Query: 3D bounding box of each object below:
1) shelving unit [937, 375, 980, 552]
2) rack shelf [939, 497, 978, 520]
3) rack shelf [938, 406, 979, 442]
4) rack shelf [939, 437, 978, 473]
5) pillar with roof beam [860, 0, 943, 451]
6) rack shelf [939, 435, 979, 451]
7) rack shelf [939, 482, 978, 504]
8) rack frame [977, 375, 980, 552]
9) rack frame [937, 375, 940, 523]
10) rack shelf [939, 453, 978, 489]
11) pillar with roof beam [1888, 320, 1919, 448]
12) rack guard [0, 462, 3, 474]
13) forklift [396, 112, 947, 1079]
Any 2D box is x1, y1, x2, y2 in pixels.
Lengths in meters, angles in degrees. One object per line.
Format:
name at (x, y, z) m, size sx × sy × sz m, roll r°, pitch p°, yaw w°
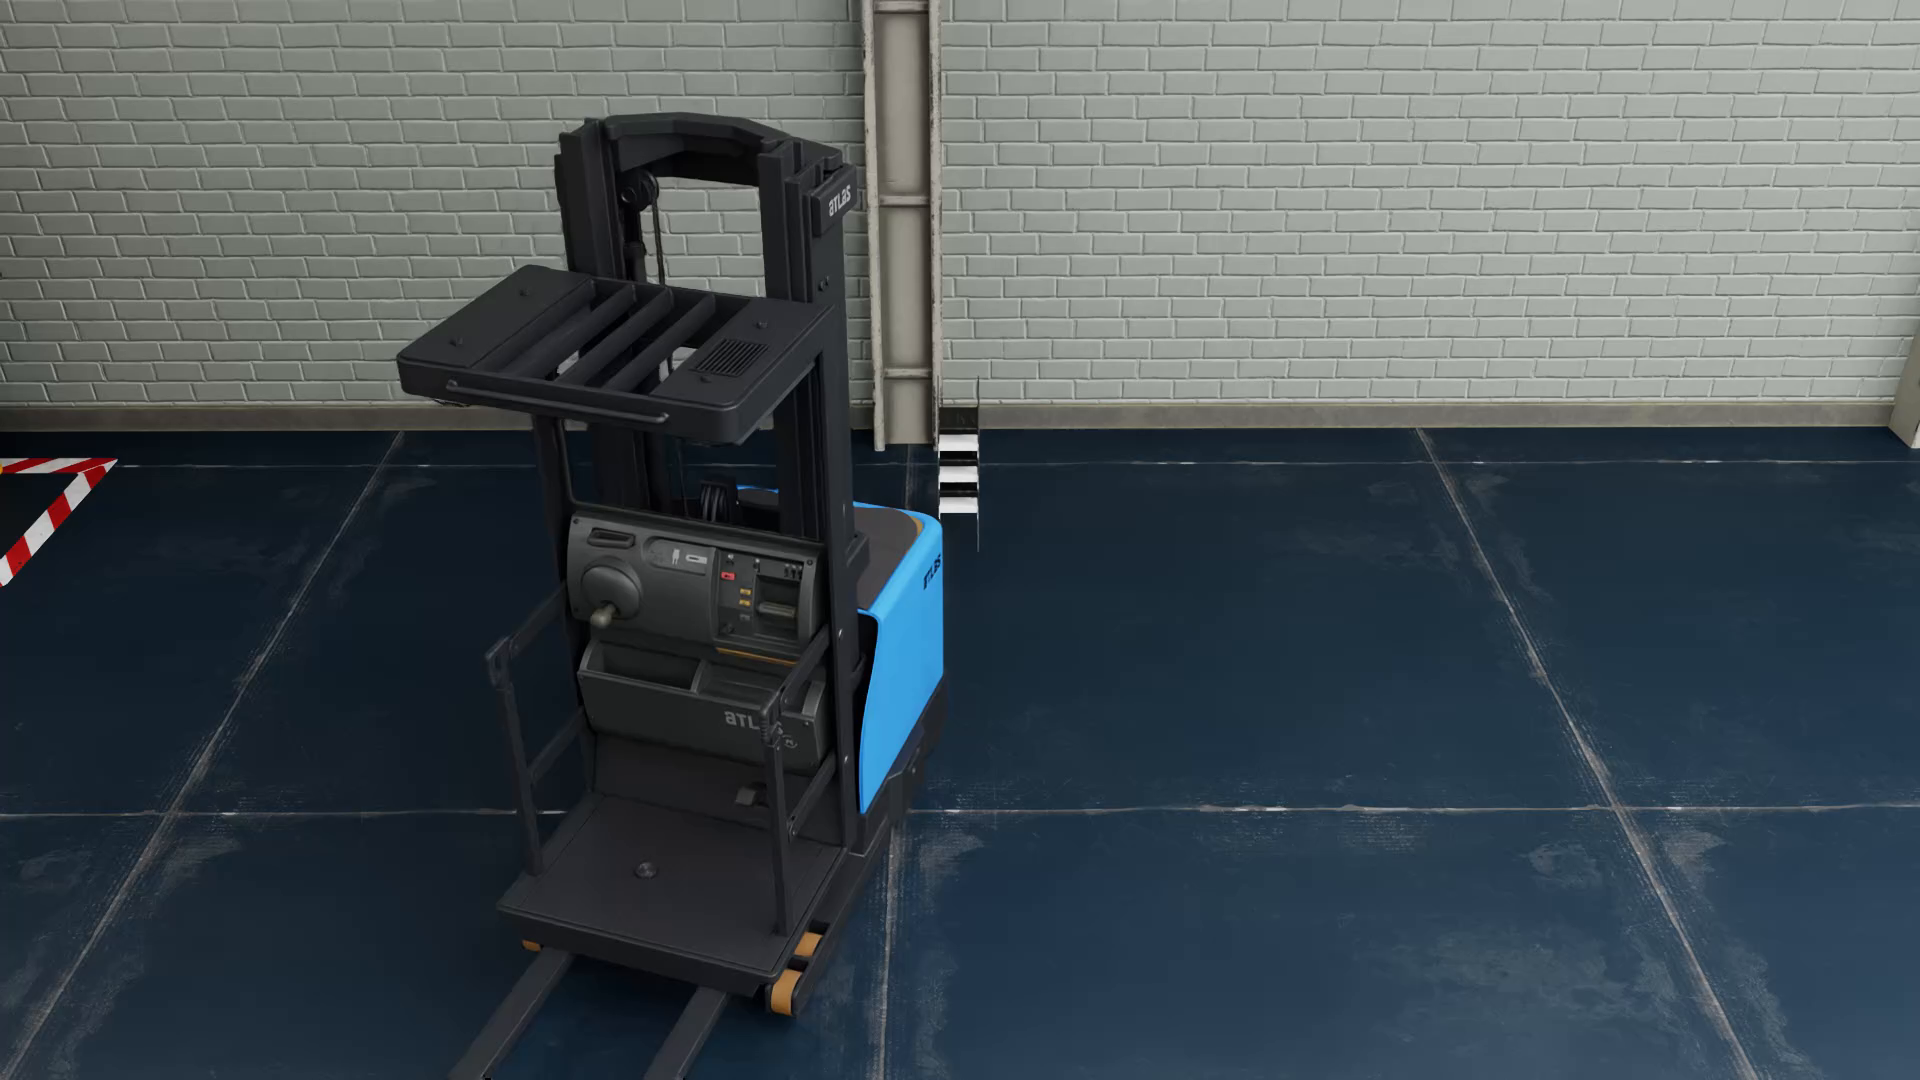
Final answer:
shelving unit at (-0.008, -0.385, 8.517) m, size 0.210 × 0.900 × 0.258 m, roll 0°, pitch 31°, yaw 0°
rack shelf at (-0.008, -0.202, 8.627) m, size 0.200 × 0.077 × 0.258 m, roll 0°, pitch 31°, yaw 0°
rack shelf at (-0.008, -0.587, 8.394) m, size 0.200 × 0.077 × 0.258 m, roll 0°, pitch 31°, yaw 0°
rack shelf at (-0.008, -0.433, 8.487) m, size 0.200 × 0.077 × 0.258 m, roll 0°, pitch 31°, yaw 0°
pillar with roof beam at (-0.271, -2.209, 3.715) m, size 0.400 × 9.000 × 9.100 m, roll 0°, pitch 31°, yaw 0°
rack shelf at (-0.008, -0.510, 8.440) m, size 0.200 × 0.077 × 0.258 m, roll 0°, pitch 31°, yaw 0°
rack shelf at (-0.008, -0.279, 8.581) m, size 0.200 × 0.077 × 0.258 m, roll 0°, pitch 31°, yaw 0°
rack frame at (0.094, -0.385, 8.517) m, size 0.006 × 0.900 × 0.240 m, roll 0°, pitch 31°, yaw 0°
rack frame at (-0.110, -0.384, 8.516) m, size 0.006 × 0.900 × 0.240 m, roll 0°, pitch 31°, yaw 0°
rack shelf at (-0.008, -0.356, 8.534) m, size 0.200 × 0.077 × 0.258 m, roll 0°, pitch 31°, yaw 0°
pillar with roof beam at (5.729, -2.228, 3.746) m, size 0.400 × 9.000 × 9.100 m, roll 0°, pitch 31°, yaw 0°
rack guard at (-5.571, -0.324, 8.803) m, size 0.348 × 0.500 × 1.175 m, roll 0°, pitch 31°, yaw 0°
forklift at (-0.996, 0.212, 5.576) m, size 1.130 × 2.935 × 3.031 m, roll 10°, pitch 33°, yaw 15°
